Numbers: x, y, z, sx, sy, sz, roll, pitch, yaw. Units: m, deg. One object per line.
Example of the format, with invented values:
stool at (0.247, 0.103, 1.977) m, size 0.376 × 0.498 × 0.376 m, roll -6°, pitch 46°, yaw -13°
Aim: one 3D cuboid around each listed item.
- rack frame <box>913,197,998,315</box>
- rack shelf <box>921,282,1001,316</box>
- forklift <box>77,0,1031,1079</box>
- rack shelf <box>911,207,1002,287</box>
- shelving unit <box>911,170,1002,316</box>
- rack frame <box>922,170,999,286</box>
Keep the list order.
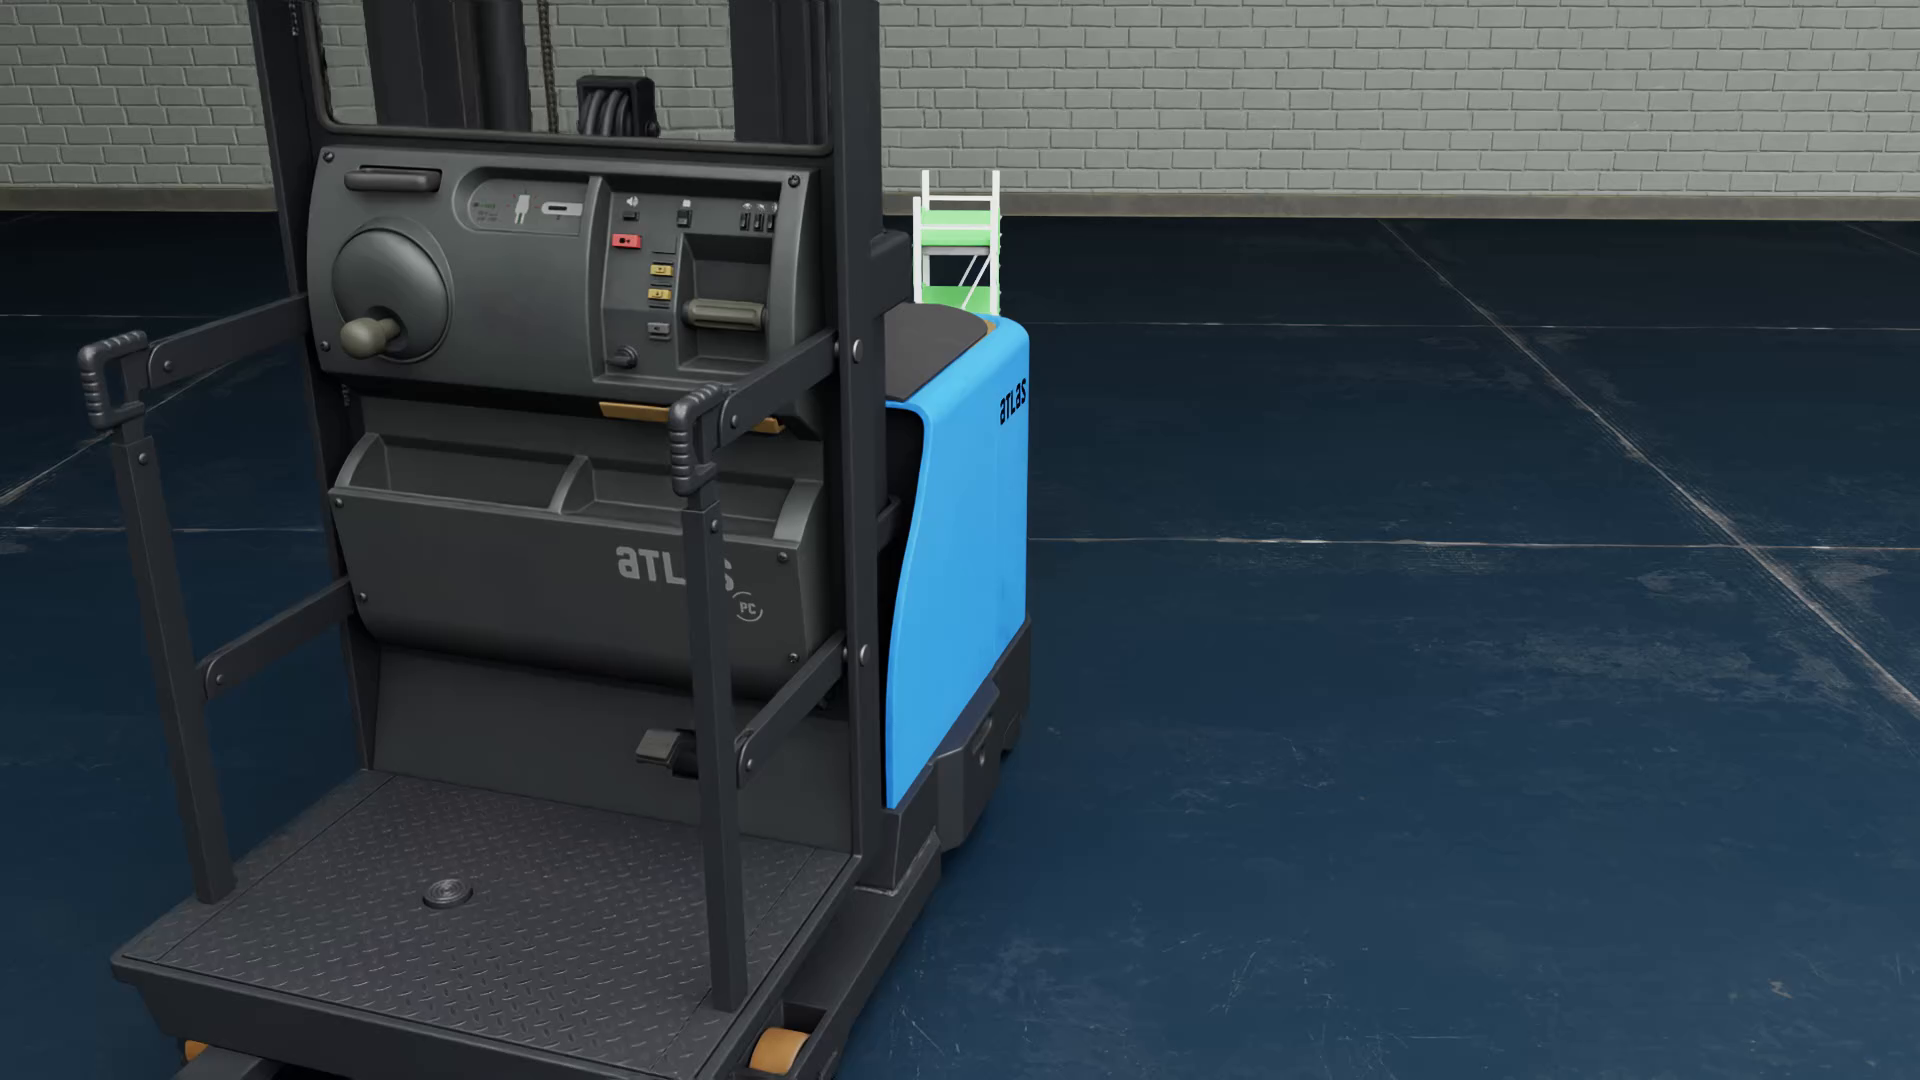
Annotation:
rack frame at (-0.012, -0.411, 4.930) m, size 0.240 × 1.200 × 0.015 m, roll 1°, pitch 21°, yaw 2°
rack shelf at (-0.005, -0.664, 5.094) m, size 0.258 × 0.148 × 0.480 m, roll 1°, pitch 21°, yaw 2°
forklift at (-0.755, -0.442, 2.617) m, size 1.130 × 2.935 × 3.031 m, roll 7°, pitch 22°, yaw 16°
rack shelf at (-0.005, -0.887, 5.007) m, size 0.258 × 0.148 × 0.480 m, roll 1°, pitch 21°, yaw 2°
shelving unit at (-0.005, -0.500, 5.158) m, size 0.258 × 1.200 × 0.503 m, roll 1°, pitch 21°, yaw 2°
rack frame at (0.002, -0.588, 5.385) m, size 0.240 × 1.200 × 0.015 m, roll 1°, pitch 21°, yaw 2°
